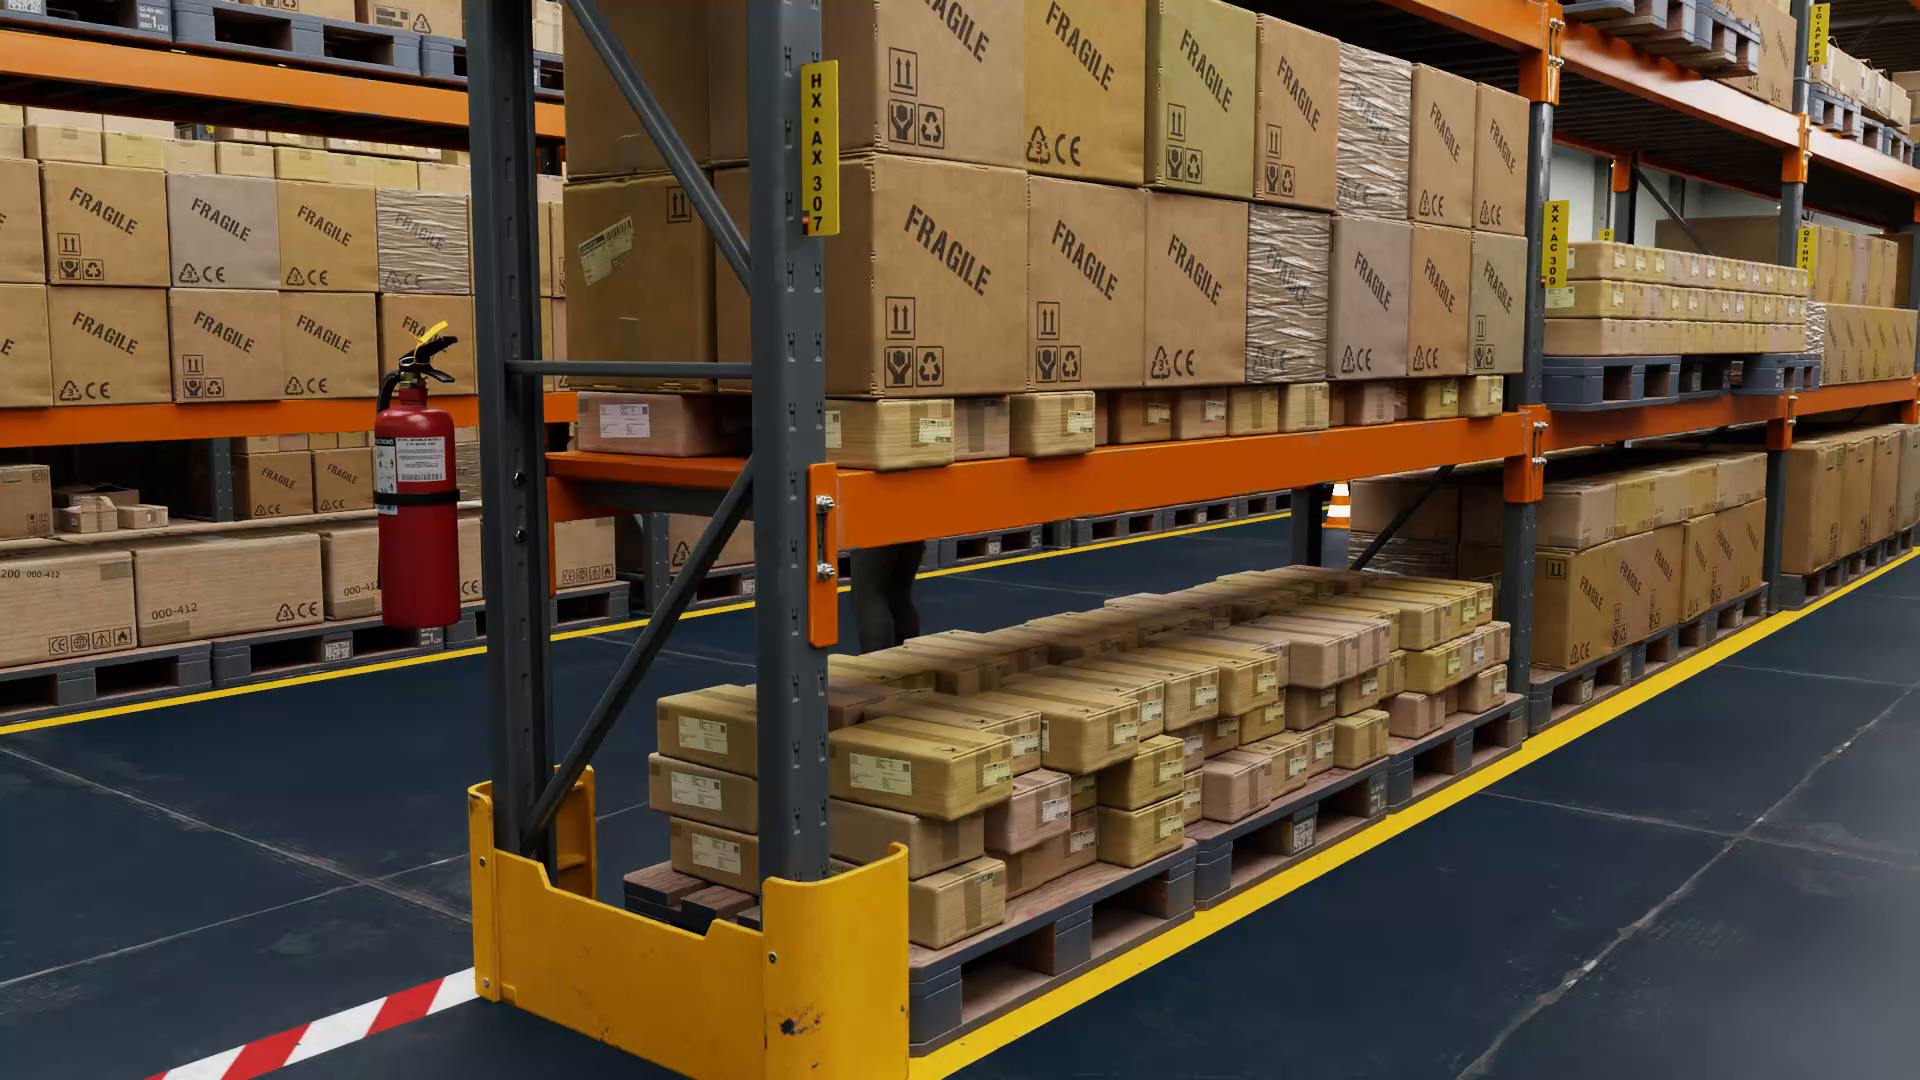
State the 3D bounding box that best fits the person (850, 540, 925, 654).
[{"bbox_3d":[-0.379,-0.117,7.286,0.502,1.656,0.442,5,9,38],"label":"person"}]
